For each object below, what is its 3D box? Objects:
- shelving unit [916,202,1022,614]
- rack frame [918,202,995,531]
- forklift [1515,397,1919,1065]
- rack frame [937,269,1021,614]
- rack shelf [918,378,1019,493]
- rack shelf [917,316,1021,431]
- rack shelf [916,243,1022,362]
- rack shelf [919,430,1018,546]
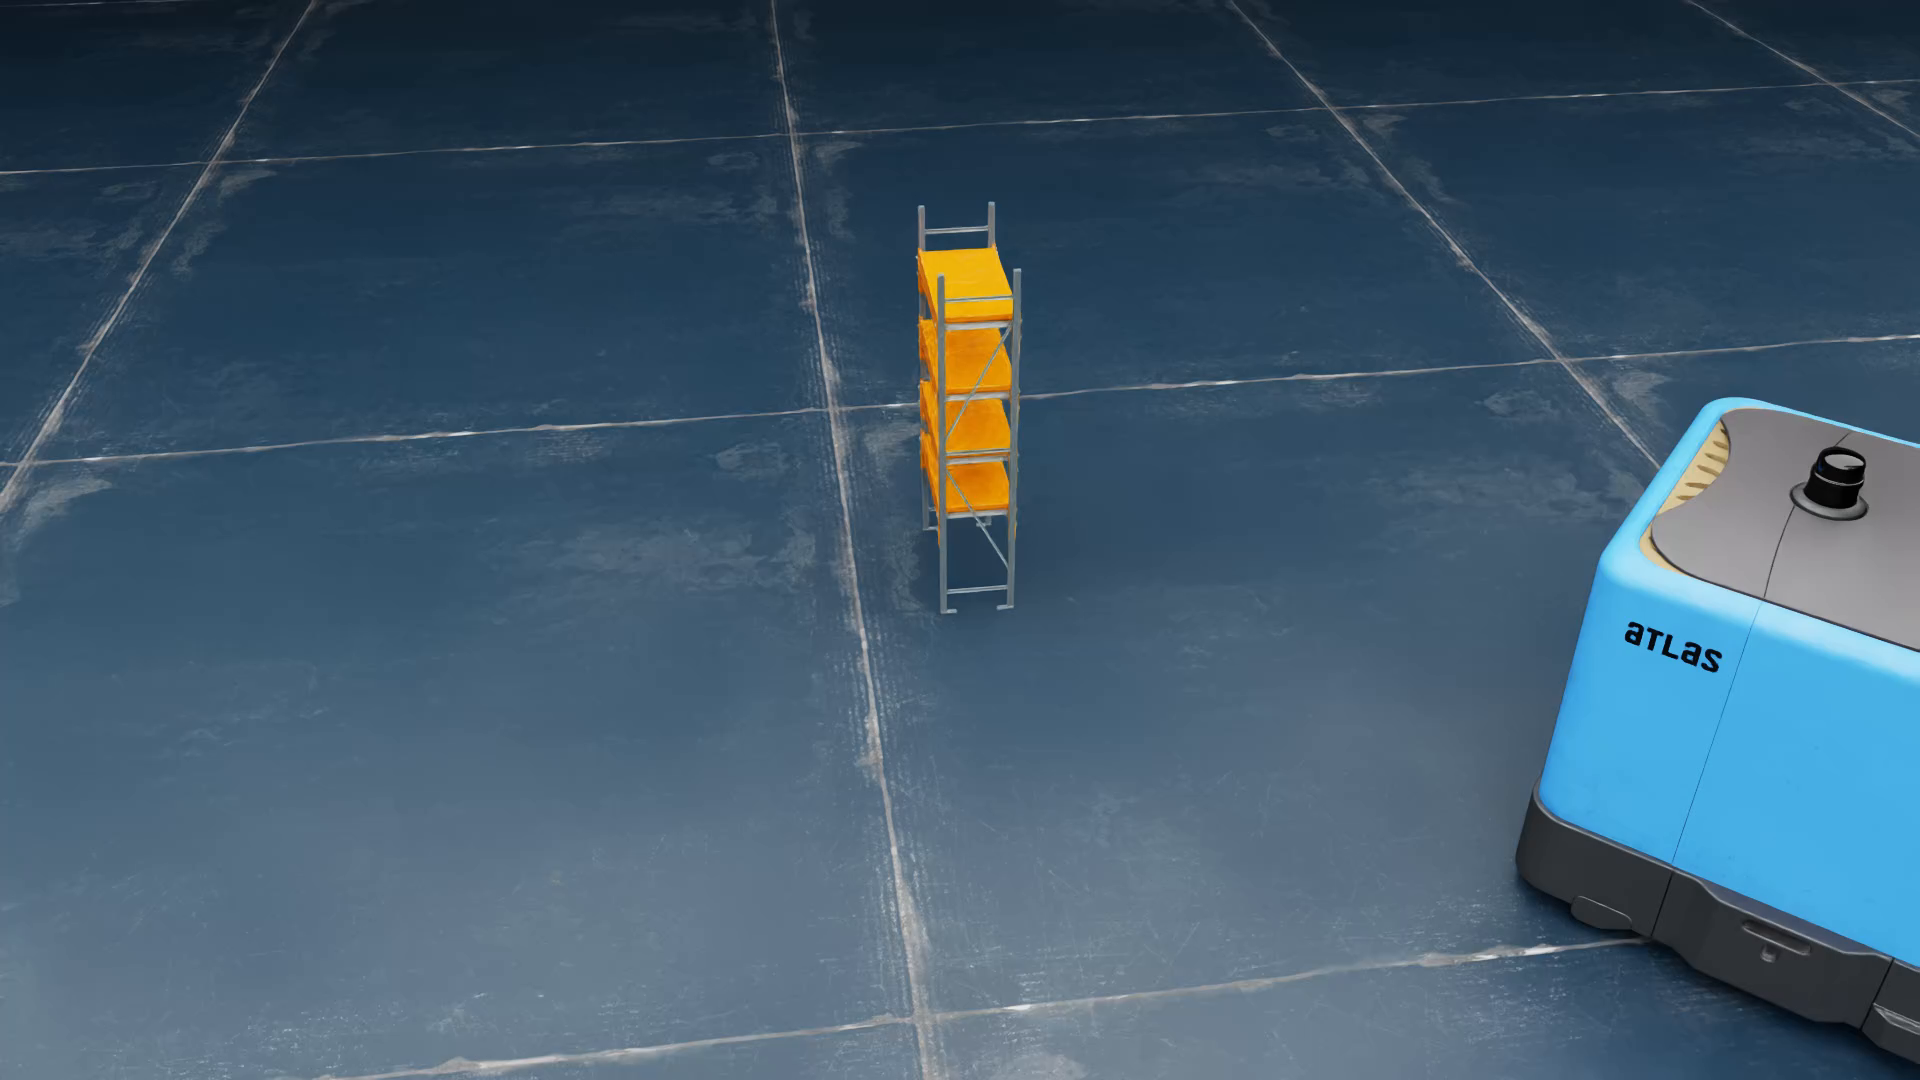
[{"bbox_3d":[0.022,-0.403,5.277,0.258,1.200,0.503,-4,35,-6],"label":"shelving unit"},{"bbox_3d":[-0.011,-0.540,5.476,0.240,1.200,0.015,-4,35,-6],"label":"rack frame"},{"bbox_3d":[2.956,-0.024,3.183,3.031,2.935,1.130,22,40,29],"label":"forklift"},{"bbox_3d":[0.055,-0.267,5.077,0.240,1.200,0.015,-4,35,-6],"label":"rack frame"},{"bbox_3d":[0.022,-0.348,5.314,0.258,0.148,0.480,-4,35,-6],"label":"rack shelf"},{"bbox_3d":[0.022,-0.533,5.188,0.258,0.148,0.480,-4,35,-6],"label":"rack shelf"},{"bbox_3d":[0.022,-0.728,5.055,0.258,0.148,0.480,-4,35,-6],"label":"rack shelf"},{"bbox_3d":[0.022,-0.184,5.426,0.258,0.148,0.480,-4,35,-6],"label":"rack shelf"}]
